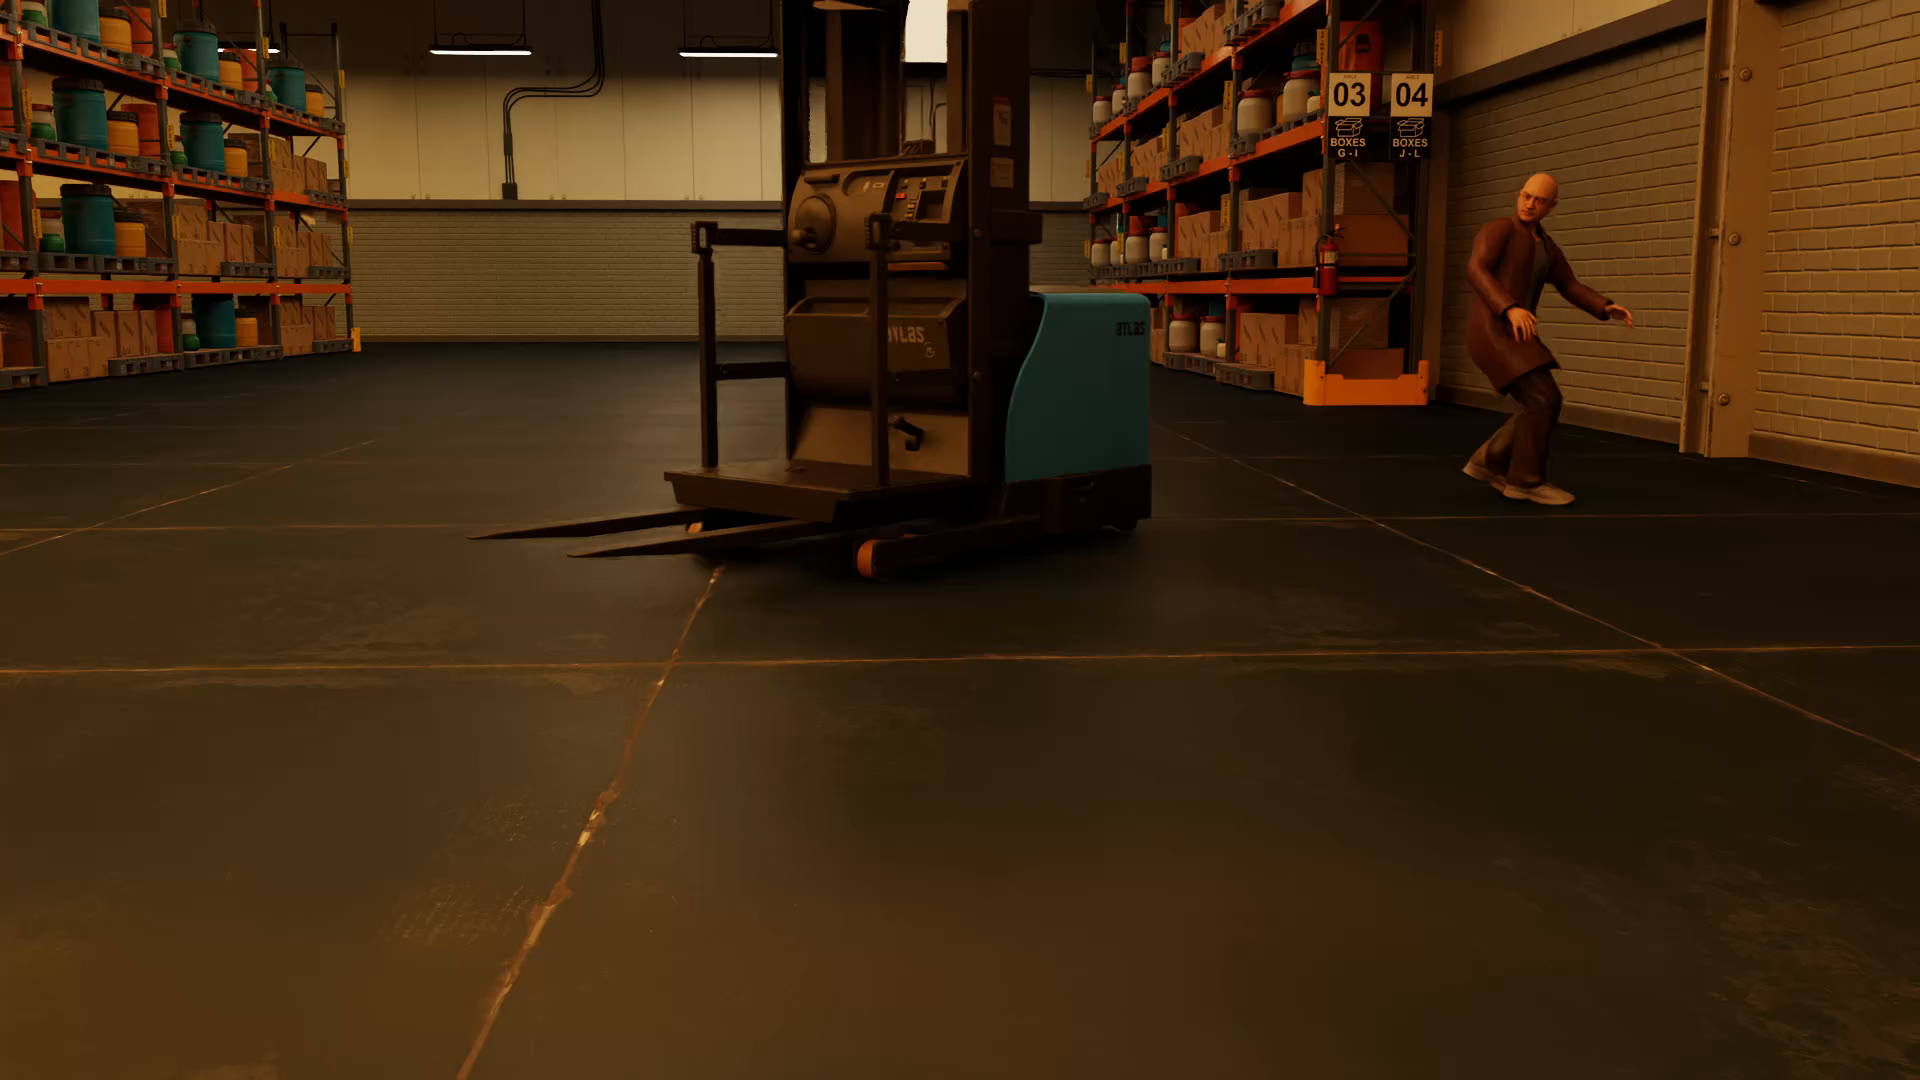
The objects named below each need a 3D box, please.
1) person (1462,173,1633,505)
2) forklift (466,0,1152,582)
[{"bbox_3d":[2.971,-1.026,8.522,0.797,1.677,0.876,6,11,37],"label":"person"},{"bbox_3d":[-0.490,-1.375,6.590,1.130,2.935,3.031,8,11,41],"label":"forklift"}]
